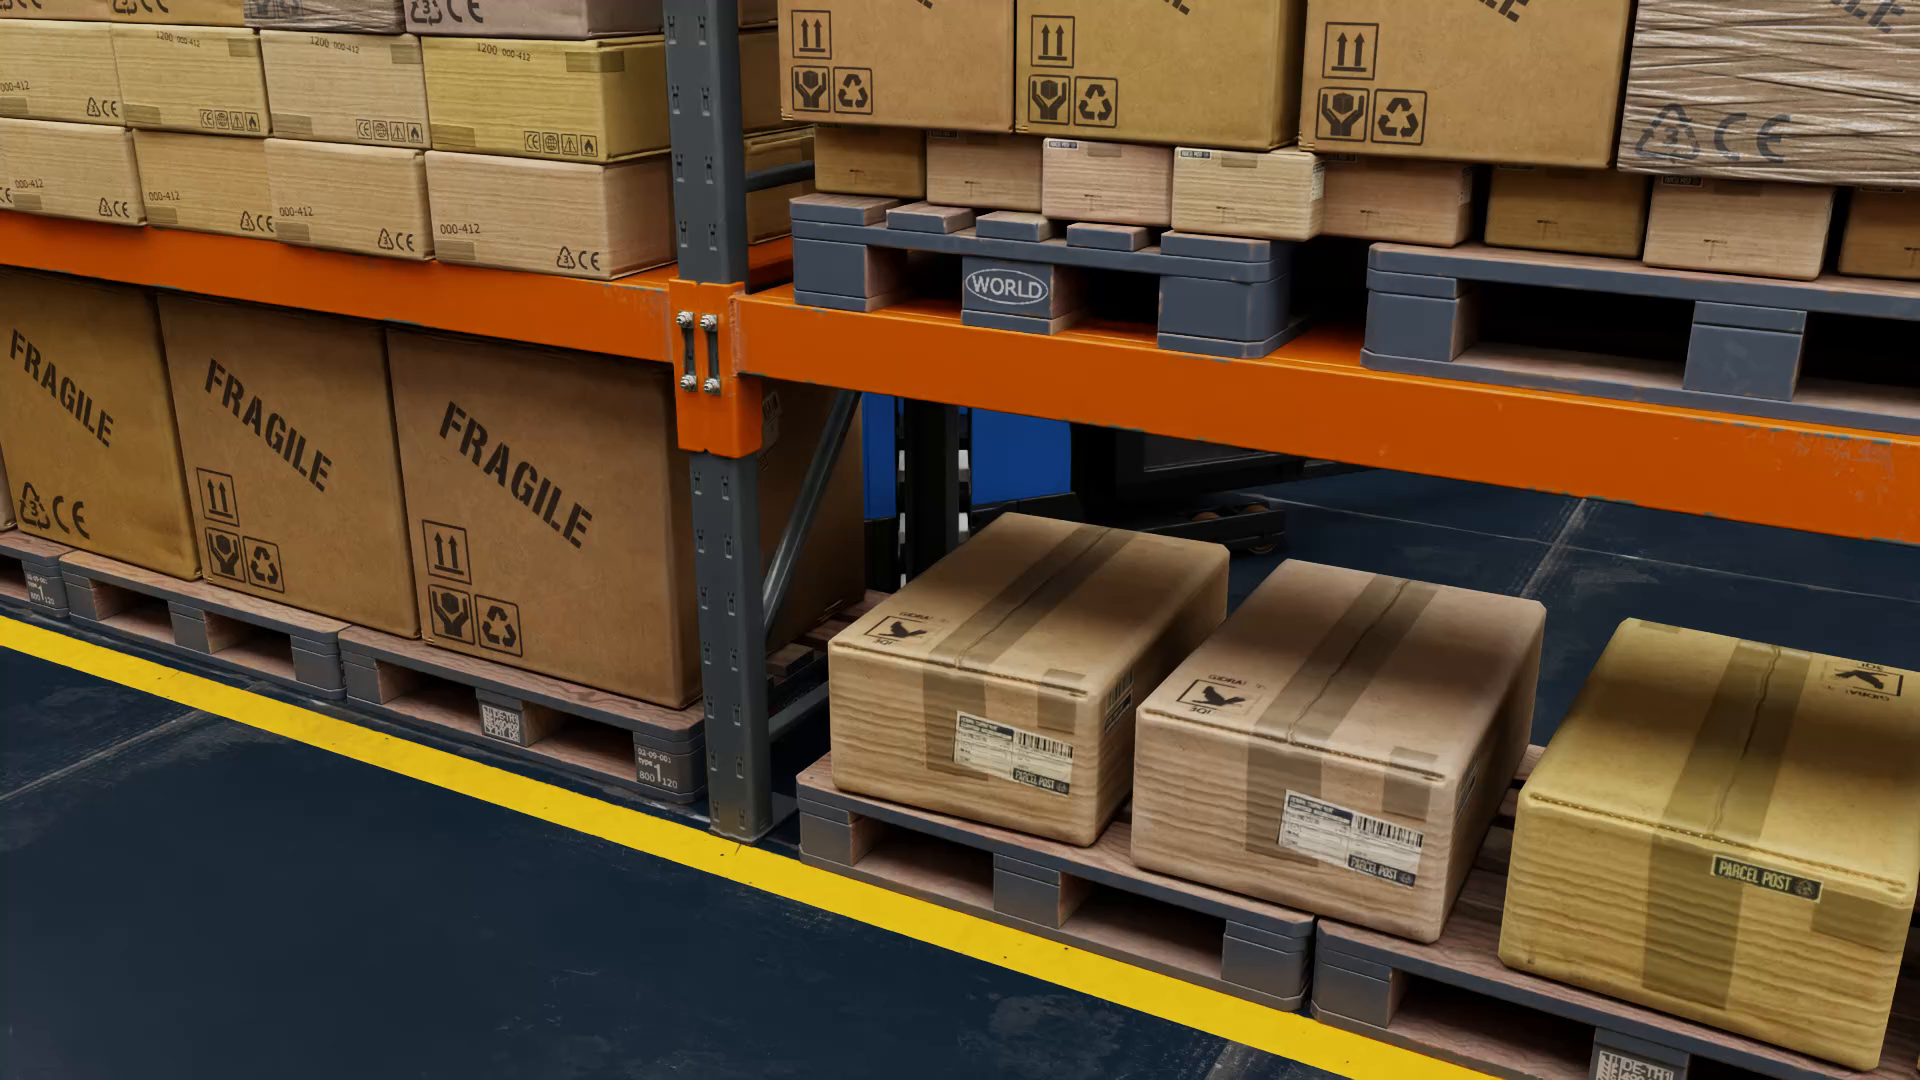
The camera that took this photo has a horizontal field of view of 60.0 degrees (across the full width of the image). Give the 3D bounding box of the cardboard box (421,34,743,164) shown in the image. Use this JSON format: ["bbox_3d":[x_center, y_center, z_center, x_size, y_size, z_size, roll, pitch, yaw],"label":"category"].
[{"bbox_3d":[-0.843,-1.020,3.765,0.500,0.250,0.500,11,23,27],"label":"cardboard box"}]

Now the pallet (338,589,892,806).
[{"bbox_3d":[-0.948,0.307,4.710,1.213,0.211,1.003,11,23,27],"label":"pallet"}]

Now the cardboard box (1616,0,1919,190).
[{"bbox_3d":[1.342,-0.835,2.569,0.500,0.500,0.500,10,22,25],"label":"cardboard box"}]

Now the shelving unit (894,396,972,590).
[{"bbox_3d":[-0.074,-0.063,4.718,0.210,0.900,0.258,0,20,-1],"label":"shelving unit"}]

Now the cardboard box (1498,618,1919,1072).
[{"bbox_3d":[1.499,0.532,3.237,0.625,0.372,0.950,12,23,29],"label":"cardboard box"}]

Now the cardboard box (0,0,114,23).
[{"bbox_3d":[-2.196,-1.630,4.346,0.500,0.500,0.500,10,22,26],"label":"cardboard box"}]

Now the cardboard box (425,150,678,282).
[{"bbox_3d":[-0.865,-0.787,3.856,0.500,0.250,0.500,10,22,25],"label":"cardboard box"}]

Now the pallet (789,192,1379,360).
[{"bbox_3d":[0.378,-0.674,3.605,1.003,0.211,1.213,11,23,27],"label":"pallet"}]

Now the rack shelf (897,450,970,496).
[{"bbox_3d":[-0.074,-0.201,4.668,0.200,0.077,0.258,0,20,-1],"label":"rack shelf"}]

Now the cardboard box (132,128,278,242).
[{"bbox_3d":[-1.750,-0.956,4.321,0.500,0.250,0.500,11,22,27],"label":"cardboard box"}]

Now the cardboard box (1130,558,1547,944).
[{"bbox_3d":[0.840,0.404,3.589,0.625,0.372,0.950,10,22,26],"label":"cardboard box"}]

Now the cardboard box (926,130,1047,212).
[{"bbox_3d":[0.127,-0.764,3.324,0.250,0.149,0.380,9,22,24],"label":"cardboard box"}]

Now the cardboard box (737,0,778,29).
[{"bbox_3d":[-0.608,-1.523,4.051,0.500,0.500,0.500,10,22,26],"label":"cardboard box"}]

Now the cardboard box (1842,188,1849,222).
[{"bbox_3d":[1.743,-0.676,3.082,0.250,0.149,0.380,12,23,29],"label":"cardboard box"}]

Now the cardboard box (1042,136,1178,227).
[{"bbox_3d":[0.343,-0.704,3.161,0.250,0.149,0.380,9,22,24],"label":"cardboard box"}]

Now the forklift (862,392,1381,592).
[{"bbox_3d":[0.575,-1.461,5.594,3.031,2.935,1.130,-8,21,-21],"label":"forklift"}]

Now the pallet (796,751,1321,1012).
[{"bbox_3d":[0.385,0.591,3.927,1.213,0.211,1.003,11,23,27],"label":"pallet"}]

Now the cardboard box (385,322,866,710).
[{"bbox_3d":[-0.859,-0.189,4.487,0.875,0.875,0.875,11,22,27],"label":"cardboard box"}]

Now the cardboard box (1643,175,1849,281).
[{"bbox_3d":[1.284,-0.537,2.700,0.250,0.149,0.380,12,23,29],"label":"cardboard box"}]

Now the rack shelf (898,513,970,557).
[{"bbox_3d":[-0.074,-0.031,4.729,0.200,0.077,0.258,0,20,-1],"label":"rack shelf"}]

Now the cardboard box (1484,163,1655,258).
[{"bbox_3d":[1.088,-0.600,2.874,0.250,0.149,0.380,12,23,29],"label":"cardboard box"}]

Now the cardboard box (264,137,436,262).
[{"bbox_3d":[-1.318,-0.867,4.077,0.500,0.250,0.500,11,23,28],"label":"cardboard box"}]

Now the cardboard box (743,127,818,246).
[{"bbox_3d":[-0.601,-0.936,4.268,0.500,0.250,0.500,10,22,26],"label":"cardboard box"}]

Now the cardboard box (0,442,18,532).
[{"bbox_3d":[-3.208,-0.635,5.717,0.875,0.875,0.875,12,23,29],"label":"cardboard box"}]

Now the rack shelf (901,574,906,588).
[{"bbox_3d":[-0.074,0.138,4.791,0.200,0.077,0.258,0,20,-1],"label":"rack shelf"}]

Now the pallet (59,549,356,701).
[{"bbox_3d":[-2.009,0.103,5.270,1.213,0.211,1.003,11,23,27],"label":"pallet"}]

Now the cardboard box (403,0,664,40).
[{"bbox_3d":[-0.875,-1.376,3.646,0.500,0.500,0.500,10,22,26],"label":"cardboard box"}]

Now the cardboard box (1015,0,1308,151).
[{"bbox_3d":[0.442,-1.007,3.043,0.500,0.500,0.500,12,23,30],"label":"cardboard box"}]

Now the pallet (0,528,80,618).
[{"bbox_3d":[-3.078,-0.099,5.829,1.213,0.211,1.003,11,23,27],"label":"pallet"}]

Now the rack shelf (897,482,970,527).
[{"bbox_3d":[-0.074,-0.116,4.698,0.200,0.077,0.258,0,20,-1],"label":"rack shelf"}]

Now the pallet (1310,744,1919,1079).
[{"bbox_3d":[1.446,0.794,3.367,1.213,0.211,1.003,11,23,27],"label":"pallet"}]

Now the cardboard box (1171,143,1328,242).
[{"bbox_3d":[0.574,-0.652,3.017,0.250,0.149,0.380,11,23,28],"label":"cardboard box"}]

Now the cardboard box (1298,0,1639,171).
[{"bbox_3d":[0.909,-0.920,2.805,0.500,0.500,0.500,11,23,28],"label":"cardboard box"}]

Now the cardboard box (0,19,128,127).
[{"bbox_3d":[-2.203,-1.270,4.453,0.500,0.250,0.500,10,22,26],"label":"cardboard box"}]

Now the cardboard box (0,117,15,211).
[{"bbox_3d":[-2.641,-1.118,4.768,0.500,0.250,0.500,11,22,27],"label":"cardboard box"}]

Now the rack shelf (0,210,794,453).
[{"bbox_3d":[-2.042,-0.845,4.851,4.000,0.370,1.077,11,23,27],"label":"rack shelf"}]

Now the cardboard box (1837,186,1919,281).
[{"bbox_3d":[1.548,-0.517,2.643,0.250,0.149,0.380,10,22,25],"label":"cardboard box"}]

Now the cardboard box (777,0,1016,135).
[{"bbox_3d":[-0.016,-1.091,3.276,0.500,0.500,0.500,10,22,26],"label":"cardboard box"}]

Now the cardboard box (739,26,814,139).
[{"bbox_3d":[-0.618,-1.173,4.187,0.500,0.250,0.500,11,22,27],"label":"cardboard box"}]

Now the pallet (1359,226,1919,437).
[{"bbox_3d":[1.452,-0.443,2.970,1.213,0.211,1.003,11,23,27],"label":"pallet"}]

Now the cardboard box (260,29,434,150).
[{"bbox_3d":[-1.293,-1.104,3.997,0.500,0.250,0.500,10,22,26],"label":"cardboard box"}]

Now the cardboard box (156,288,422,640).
[{"bbox_3d":[-1.636,-0.338,4.899,0.875,0.875,0.875,11,23,28],"label":"cardboard box"}]

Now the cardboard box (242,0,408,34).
[{"bbox_3d":[-1.327,-1.459,3.875,0.500,0.500,0.500,11,23,28],"label":"cardboard box"}]

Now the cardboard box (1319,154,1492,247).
[{"bbox_3d":[0.822,-0.636,2.971,0.250,0.149,0.380,12,23,30],"label":"cardboard box"}]

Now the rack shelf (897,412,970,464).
[{"bbox_3d":[-0.074,-0.285,4.637,0.200,0.077,0.258,0,20,-1],"label":"rack shelf"}]

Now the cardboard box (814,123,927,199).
[{"bbox_3d":[-0.103,-0.821,3.481,0.250,0.149,0.380,9,22,24],"label":"cardboard box"}]

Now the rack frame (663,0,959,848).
[{"bbox_3d":[-0.296,-0.851,3.811,0.127,3.000,1.000,11,23,27],"label":"rack frame"}]

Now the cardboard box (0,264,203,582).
[{"bbox_3d":[-2.416,-0.487,5.310,0.875,0.875,0.875,12,23,29],"label":"cardboard box"}]

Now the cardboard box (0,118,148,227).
[{"bbox_3d":[-2.209,-1.032,4.532,0.500,0.250,0.500,10,22,26],"label":"cardboard box"}]

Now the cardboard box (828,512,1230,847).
[{"bbox_3d":[0.192,0.284,3.921,0.625,0.372,0.950,9,22,24],"label":"cardboard box"}]

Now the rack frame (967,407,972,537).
[{"bbox_3d":[0.027,-0.063,4.720,0.006,0.900,0.240,0,20,-1],"label":"rack frame"}]

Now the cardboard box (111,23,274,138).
[{"bbox_3d":[-1.750,-1.183,4.215,0.500,0.250,0.500,10,22,26],"label":"cardboard box"}]

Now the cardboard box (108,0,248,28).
[{"bbox_3d":[-1.758,-1.543,4.108,0.500,0.500,0.500,11,23,27],"label":"cardboard box"}]

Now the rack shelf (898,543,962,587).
[{"bbox_3d":[-0.074,0.053,4.760,0.200,0.077,0.258,0,20,-1],"label":"rack shelf"}]

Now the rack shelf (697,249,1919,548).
[{"bbox_3d":[1.450,-0.180,3.017,4.000,0.370,1.077,11,23,27],"label":"rack shelf"}]

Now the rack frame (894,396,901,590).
[{"bbox_3d":[-0.176,-0.062,4.716,0.006,0.900,0.240,0,20,-1],"label":"rack frame"}]
